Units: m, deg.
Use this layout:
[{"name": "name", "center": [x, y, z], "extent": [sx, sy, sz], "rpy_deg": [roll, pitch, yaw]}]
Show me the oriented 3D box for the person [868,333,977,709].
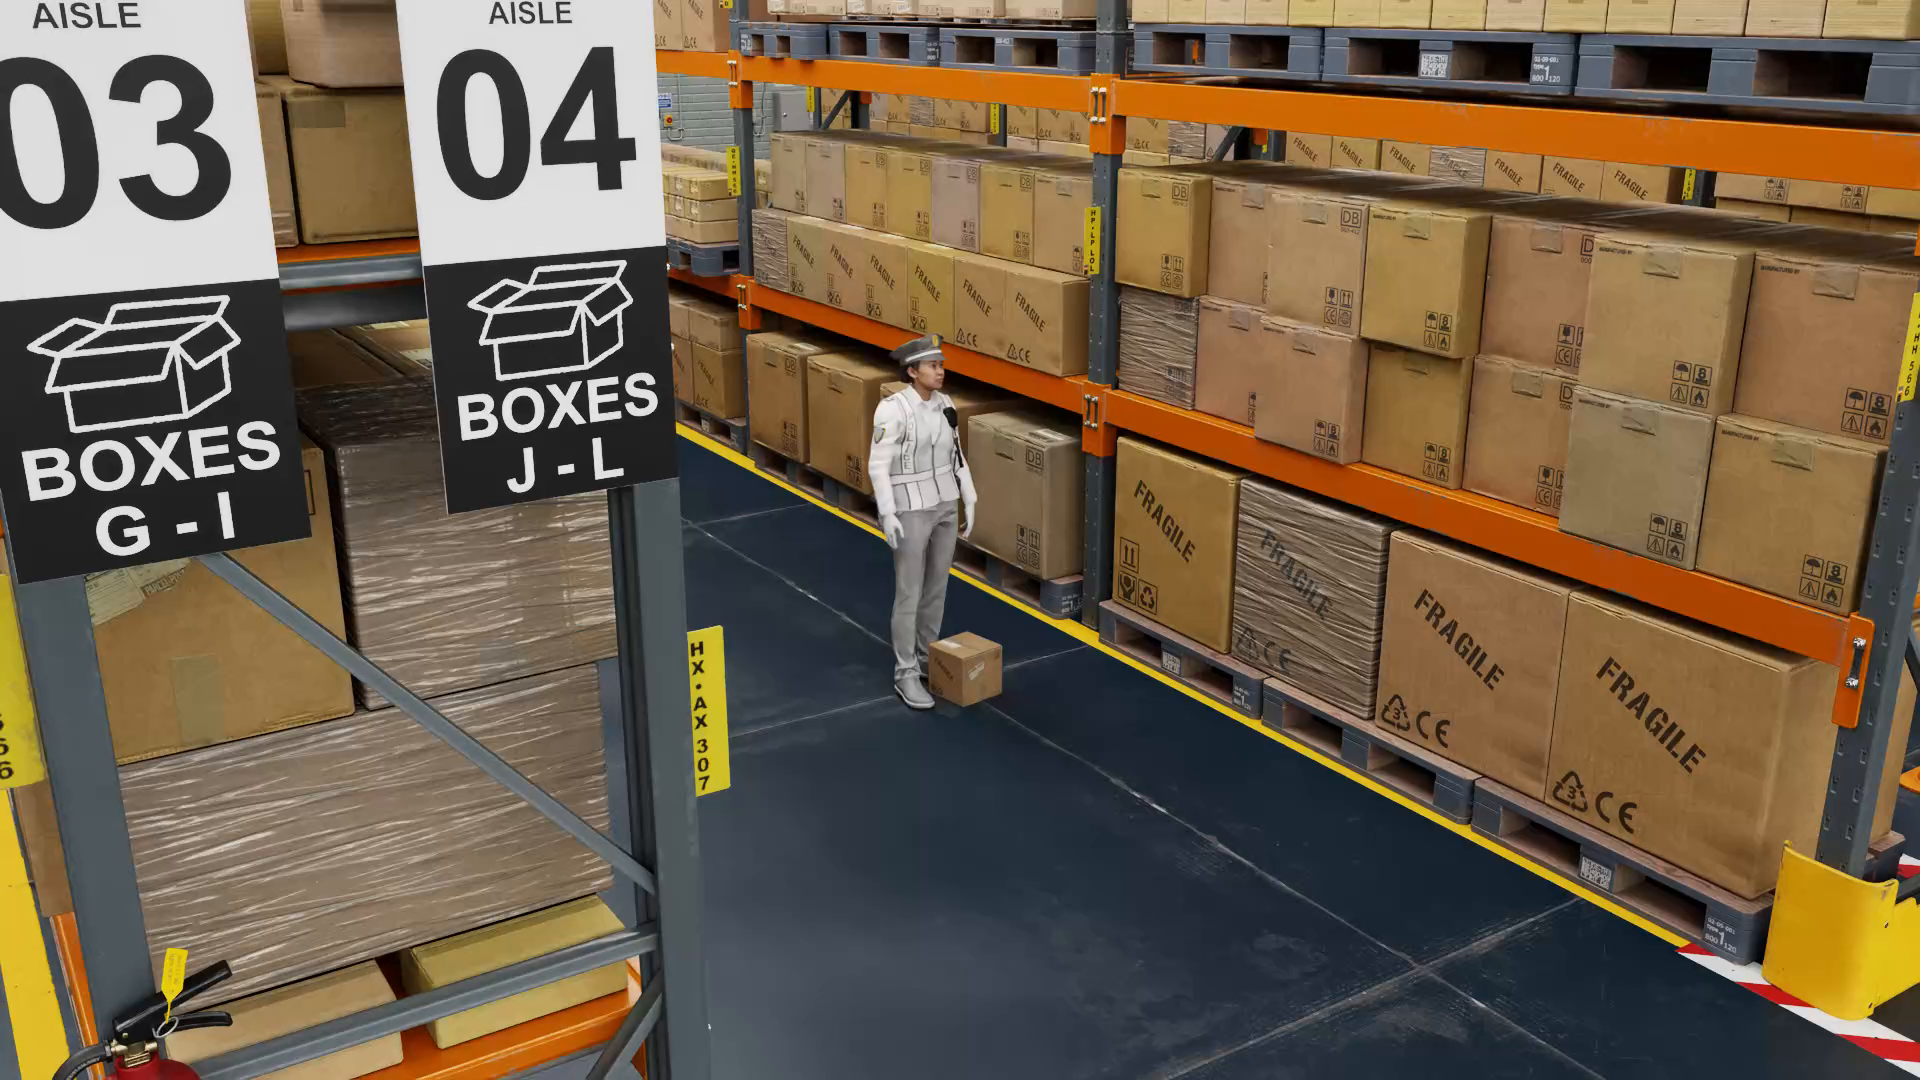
[{"name": "person", "center": [-0.130, -0.121, 7.843], "extent": [0.584, 1.695, 0.533], "rpy_deg": [-15, 23, -38]}]
